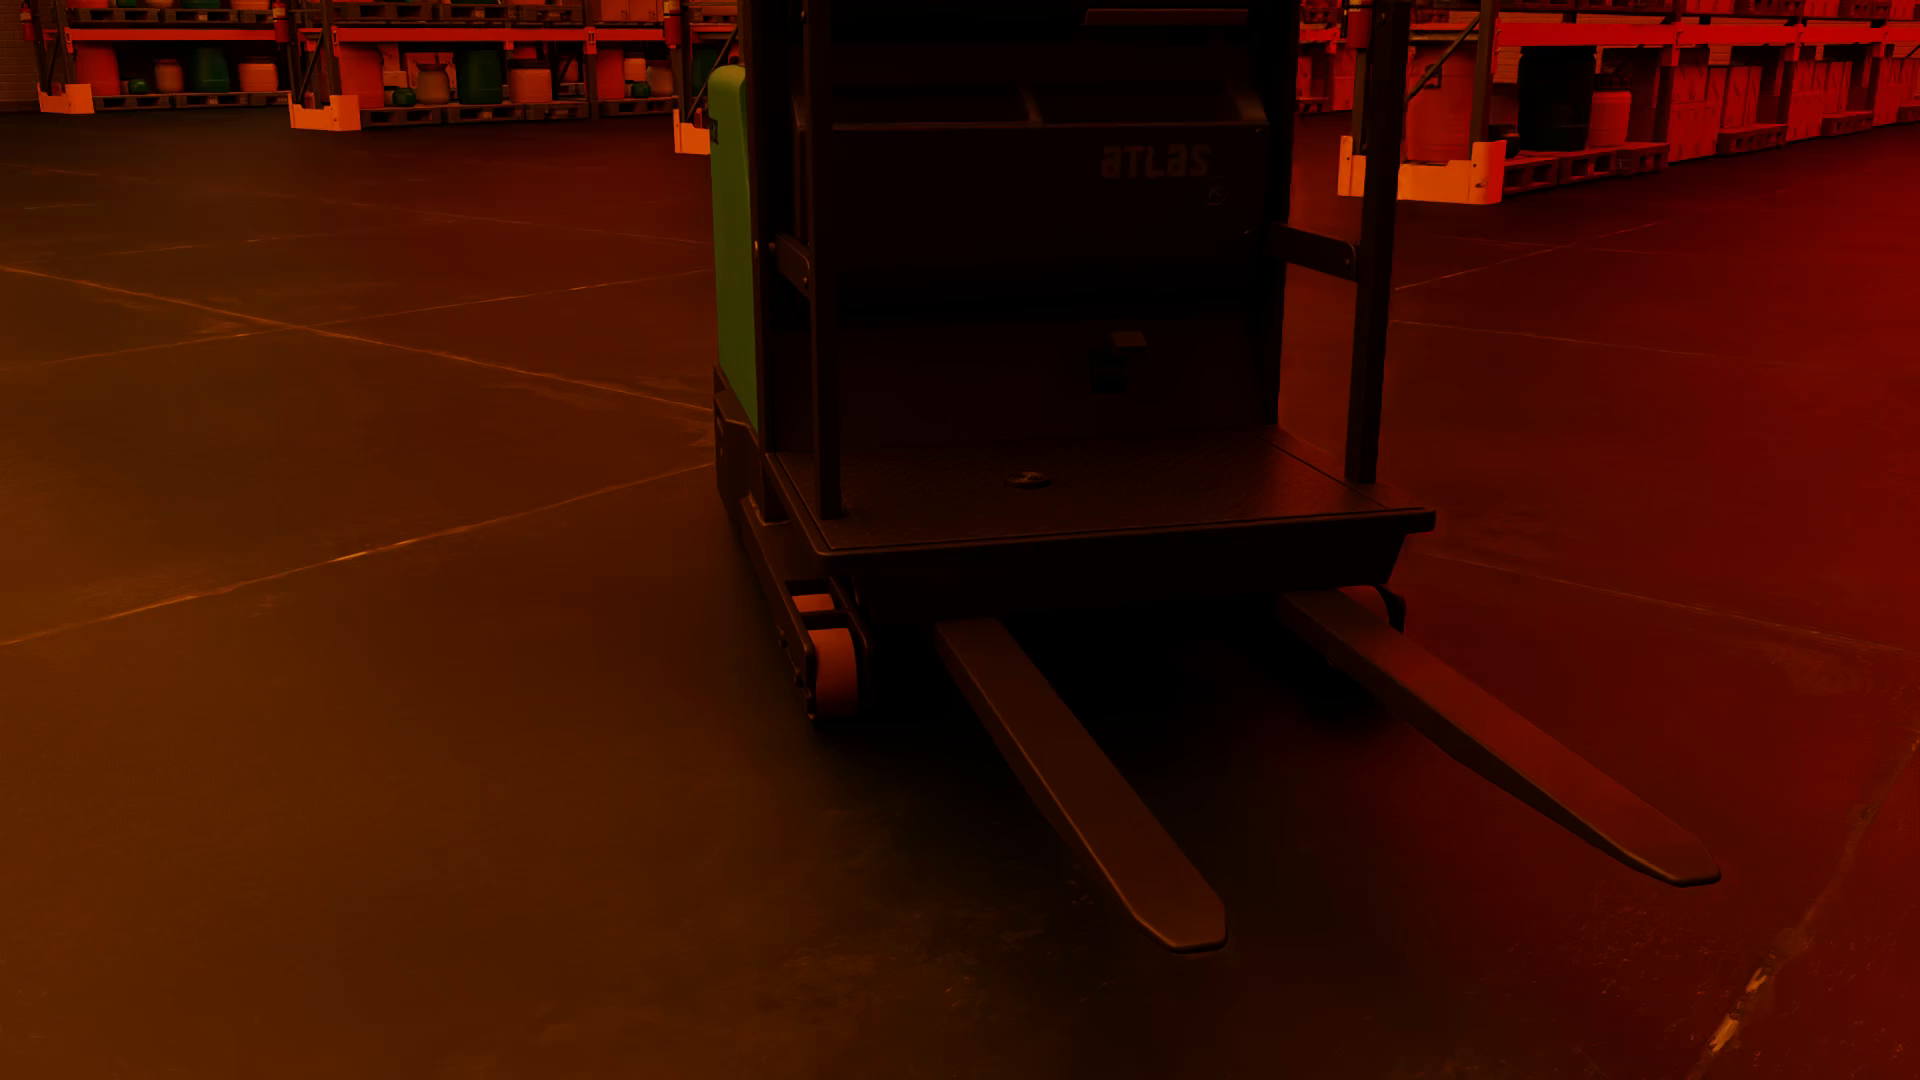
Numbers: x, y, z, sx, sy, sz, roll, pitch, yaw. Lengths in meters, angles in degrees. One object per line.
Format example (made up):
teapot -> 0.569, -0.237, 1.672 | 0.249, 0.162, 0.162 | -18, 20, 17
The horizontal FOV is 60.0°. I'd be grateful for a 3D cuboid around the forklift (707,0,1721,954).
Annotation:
forklift -> 0.192, -1.207, 2.874 | 1.130, 2.935, 3.031 | -4, 17, -13
